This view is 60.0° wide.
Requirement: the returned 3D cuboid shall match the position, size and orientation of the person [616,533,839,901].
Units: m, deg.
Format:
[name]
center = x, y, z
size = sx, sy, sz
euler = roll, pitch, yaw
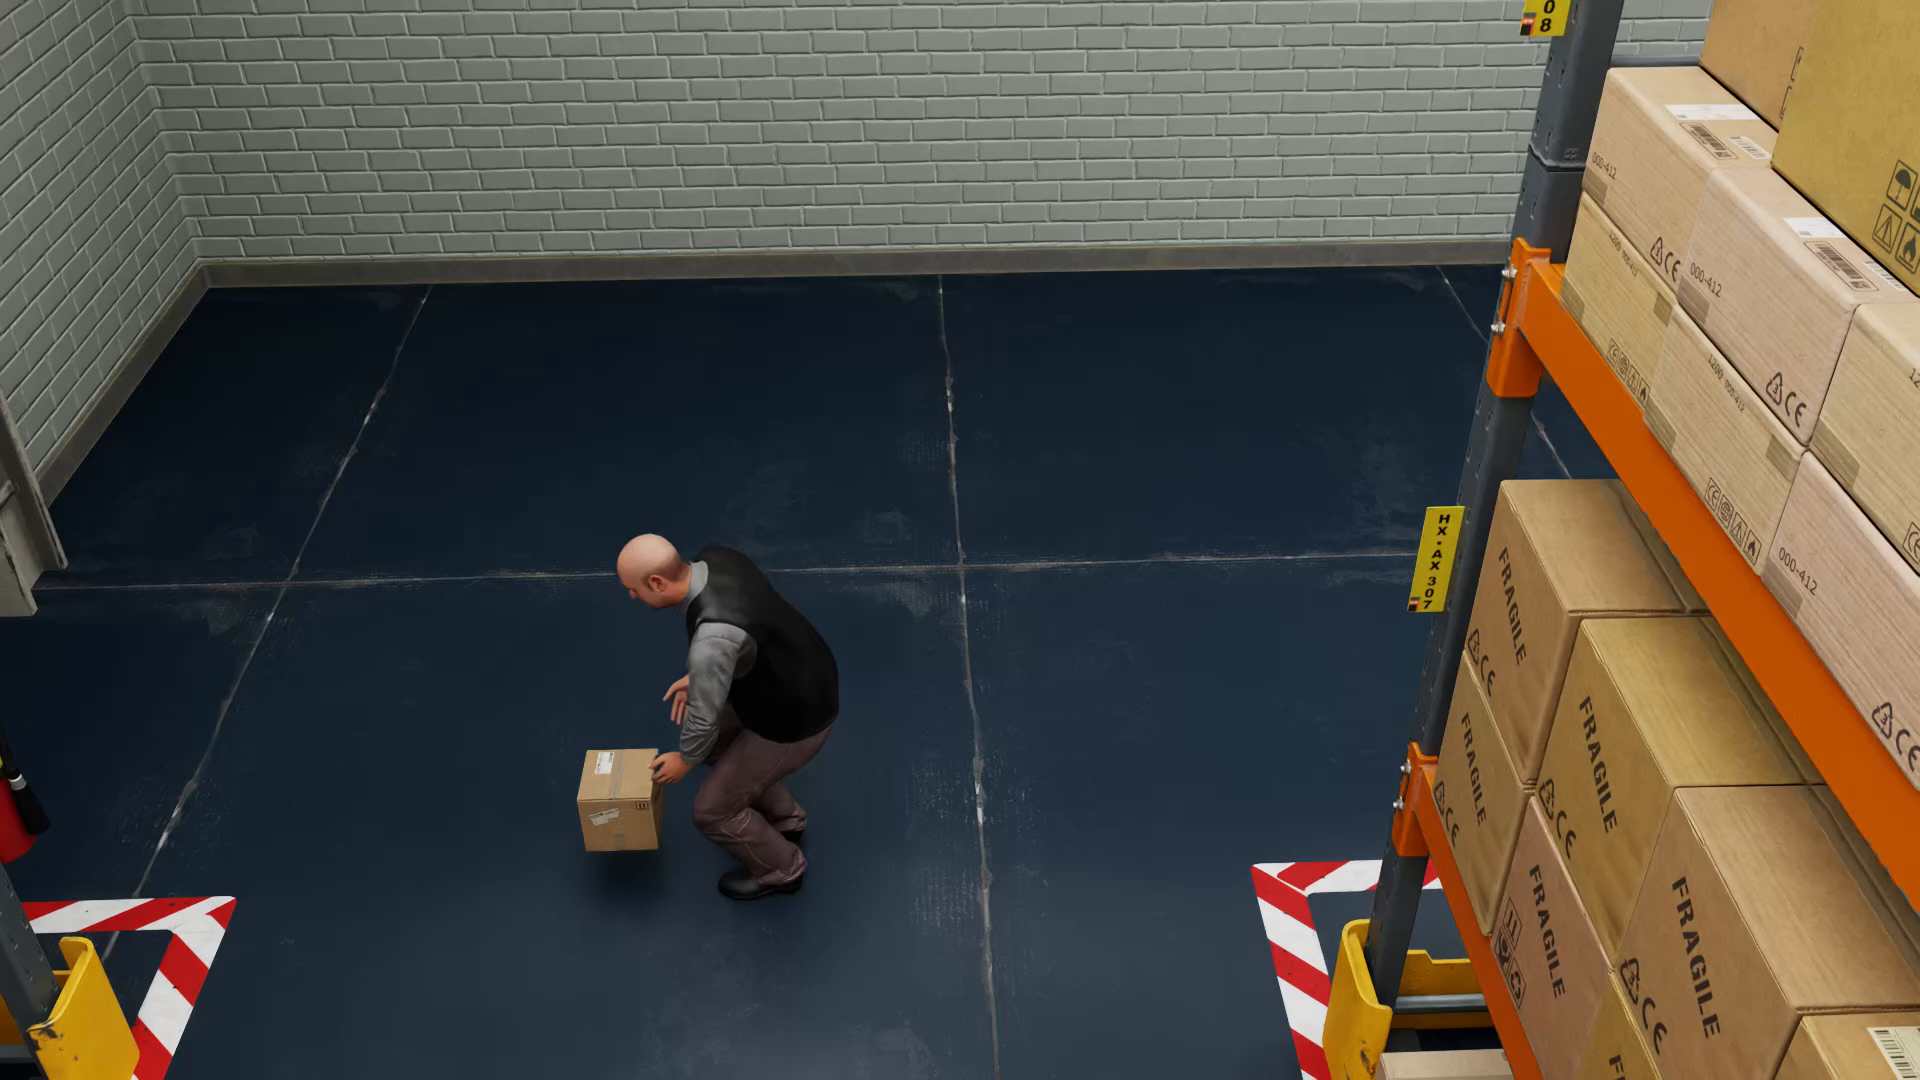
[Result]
[person]
center = -0.735, 0.634, 5.599
size = 0.669, 1.342, 0.590
euler = -1, 35, -2
